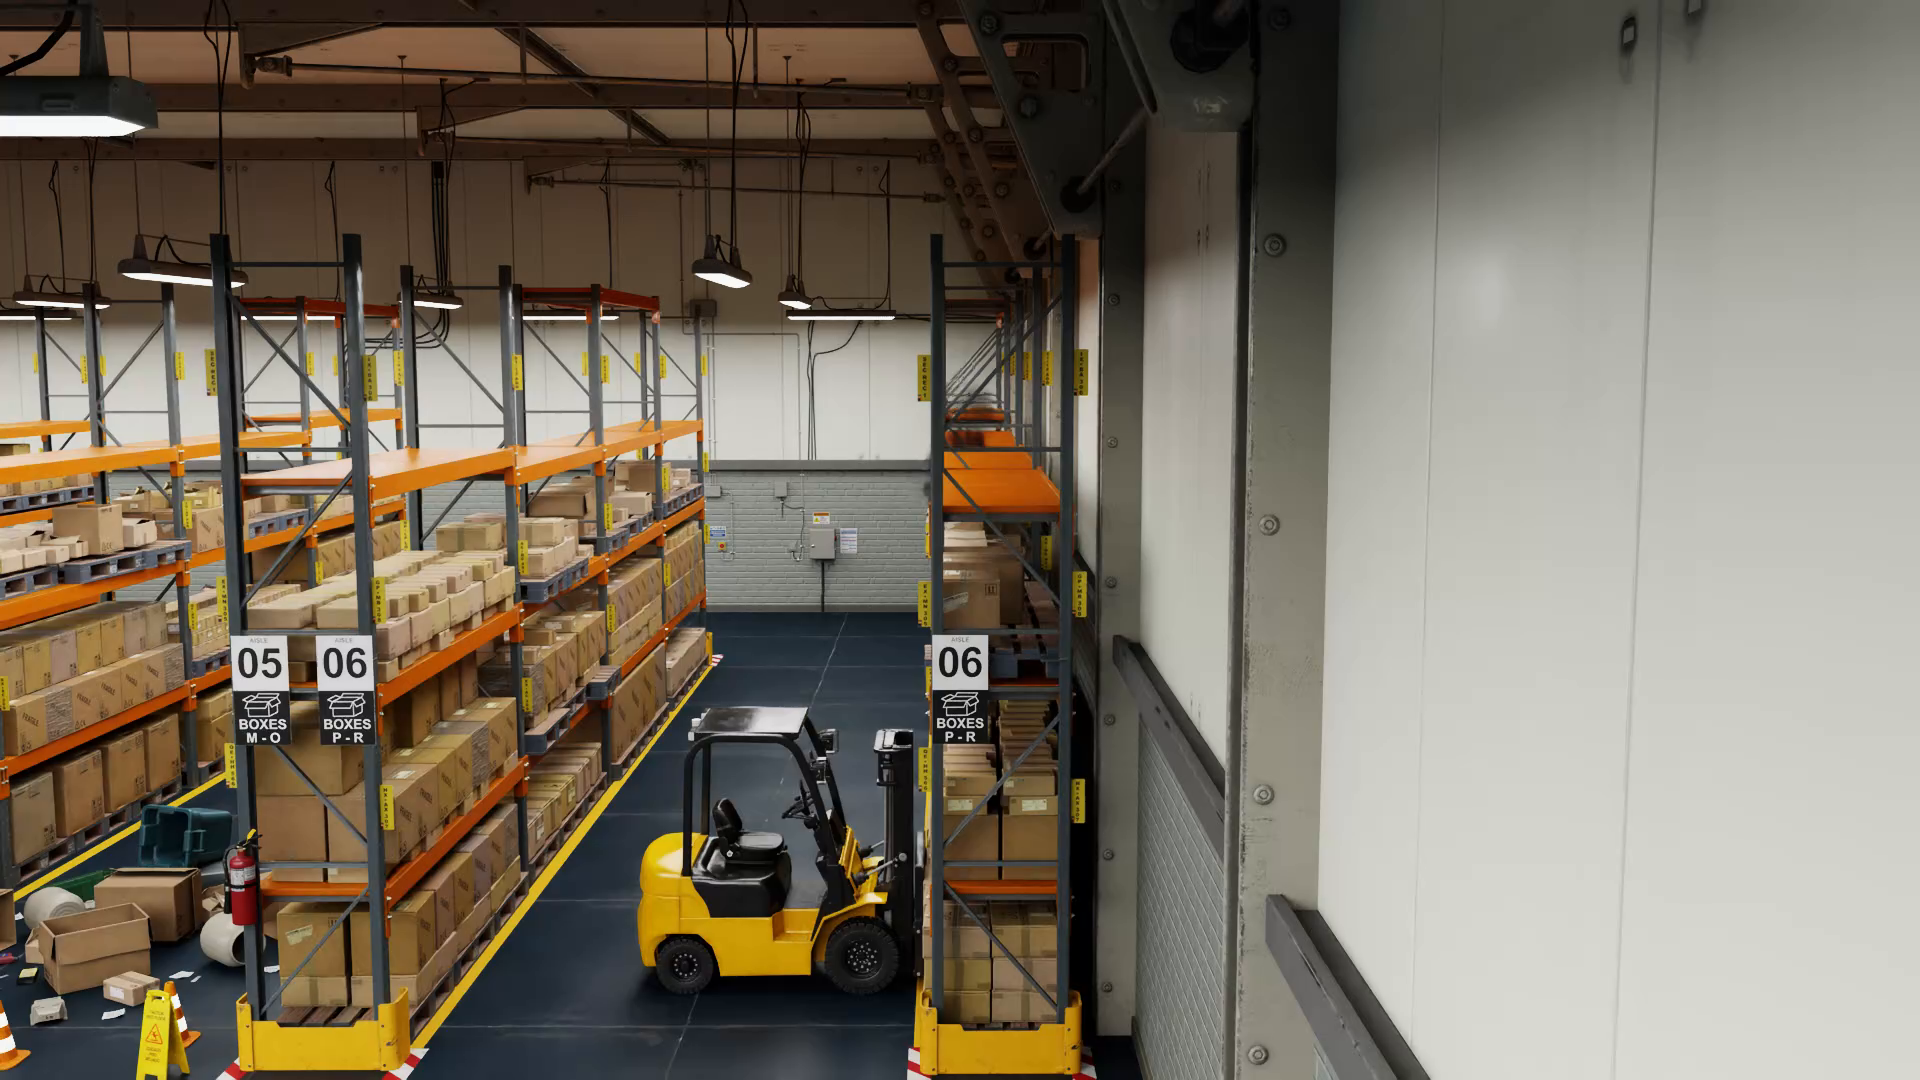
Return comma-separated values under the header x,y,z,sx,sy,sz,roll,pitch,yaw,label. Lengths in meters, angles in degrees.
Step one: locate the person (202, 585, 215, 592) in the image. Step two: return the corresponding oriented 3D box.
x,y,z,sx,sy,sz,roll,pitch,yaw,label
-11.440,1.534,25.373,0.546,1.726,0.747,0,6,-4,person
